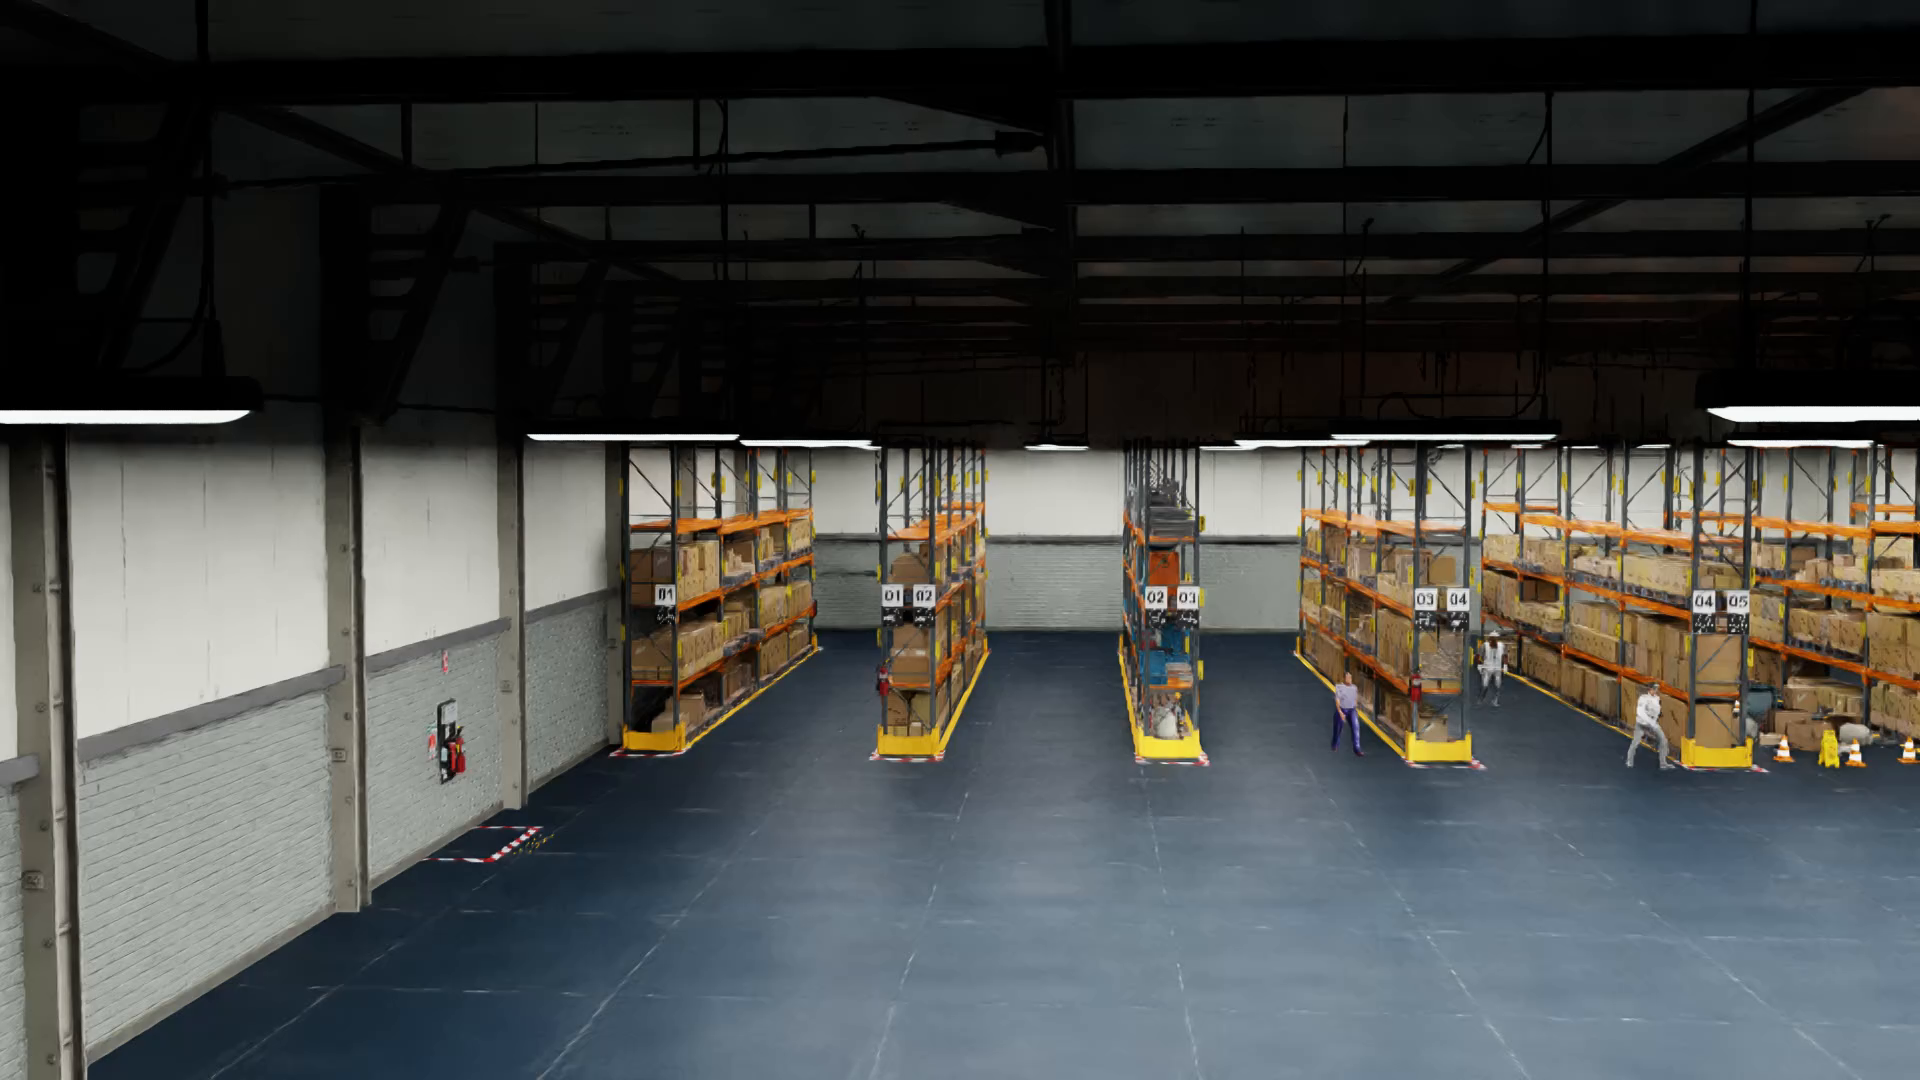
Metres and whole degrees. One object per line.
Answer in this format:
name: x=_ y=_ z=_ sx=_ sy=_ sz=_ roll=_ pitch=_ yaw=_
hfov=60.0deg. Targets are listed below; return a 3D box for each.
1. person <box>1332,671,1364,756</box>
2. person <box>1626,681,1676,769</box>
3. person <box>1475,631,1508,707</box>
person: x=7.266 y=3.243 z=31.305 sx=0.478 sy=1.580 sz=0.999 roll=0 pitch=3 yaw=-4
person: x=12.381 y=3.307 z=29.920 sx=0.631 sy=1.615 sz=0.774 roll=-1 pitch=3 yaw=-16
person: x=11.863 y=2.879 z=37.097 sx=0.702 sy=1.735 sz=0.549 roll=0 pitch=3 yaw=2
